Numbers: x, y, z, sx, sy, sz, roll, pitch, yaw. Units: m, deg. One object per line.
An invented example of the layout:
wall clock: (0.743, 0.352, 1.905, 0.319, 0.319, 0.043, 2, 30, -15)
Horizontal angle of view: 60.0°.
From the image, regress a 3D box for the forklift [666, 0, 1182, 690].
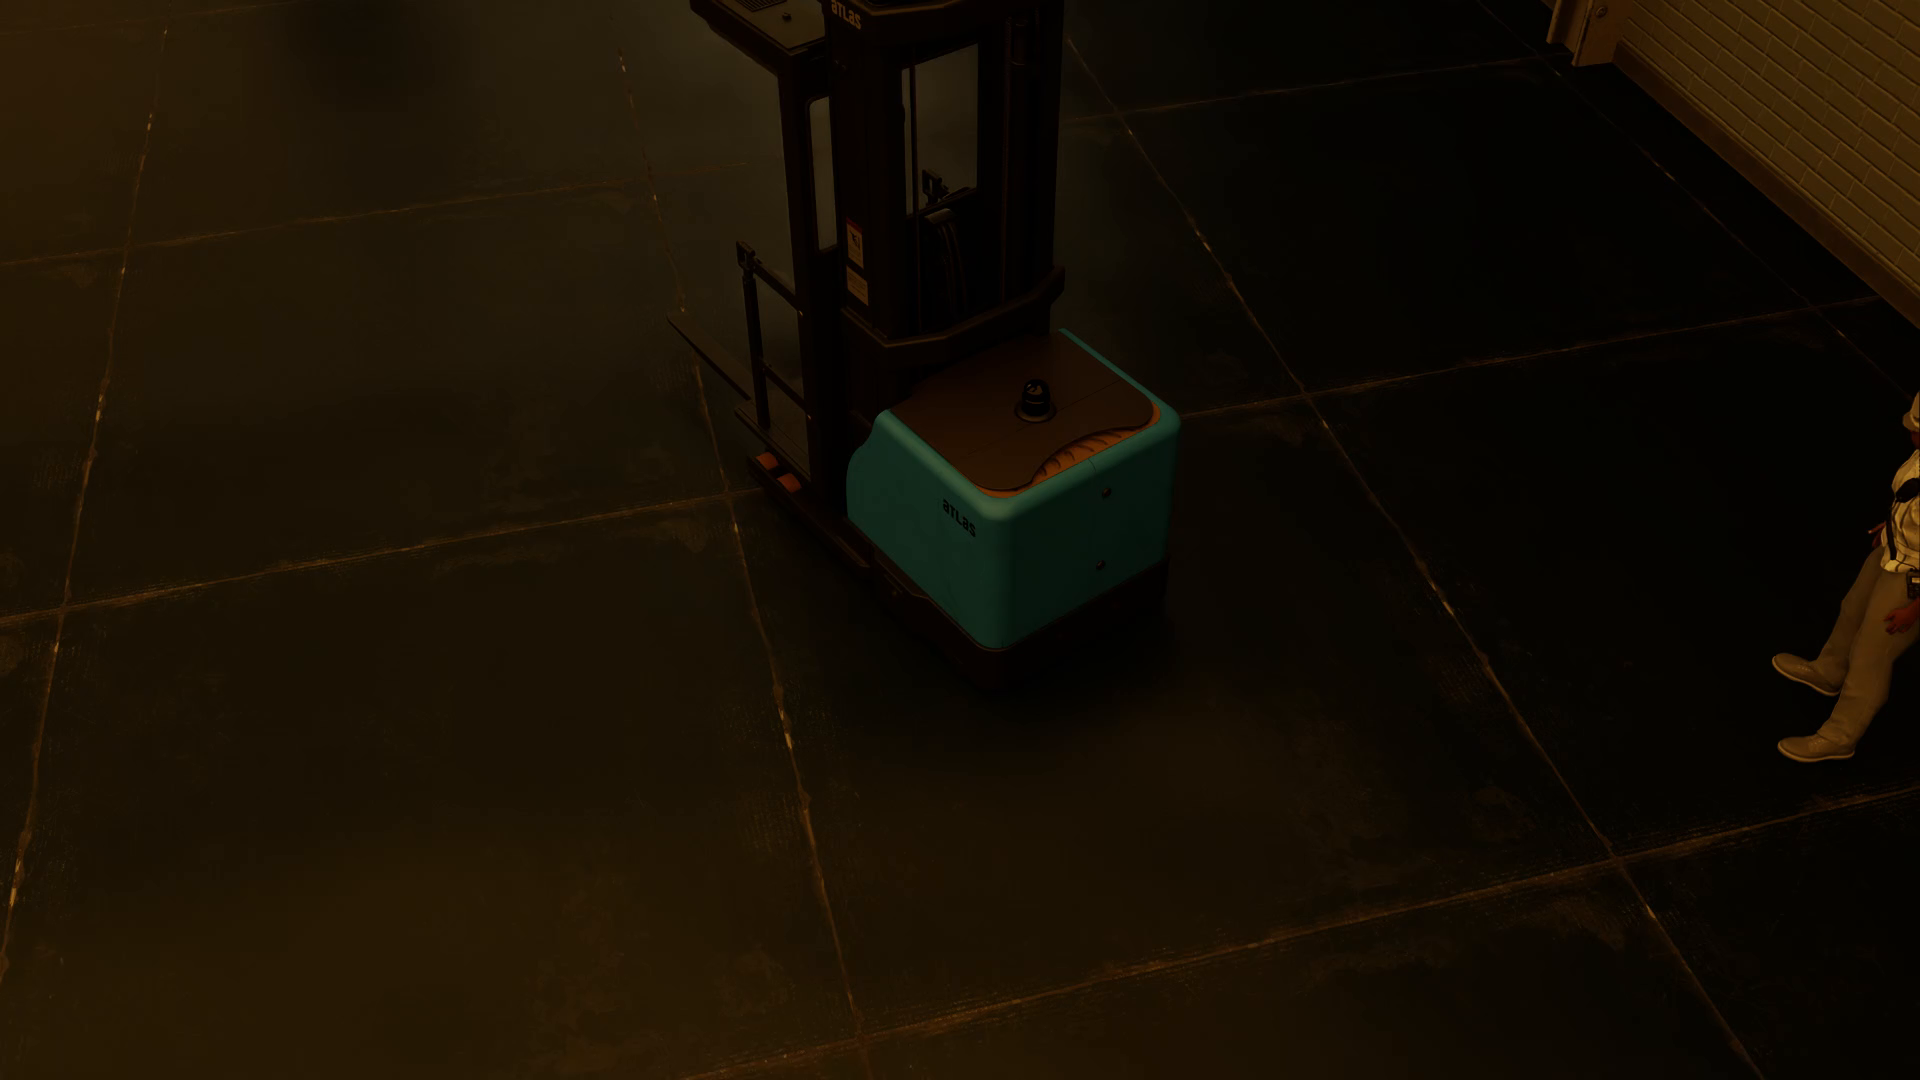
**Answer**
forklift: (-0.366, -1.399, 7.126, 1.130, 2.935, 3.031, -27, 50, -26)

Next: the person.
person: (3.615, 0.135, 6.438, 0.452, 1.659, 0.626, 16, 46, 16)
